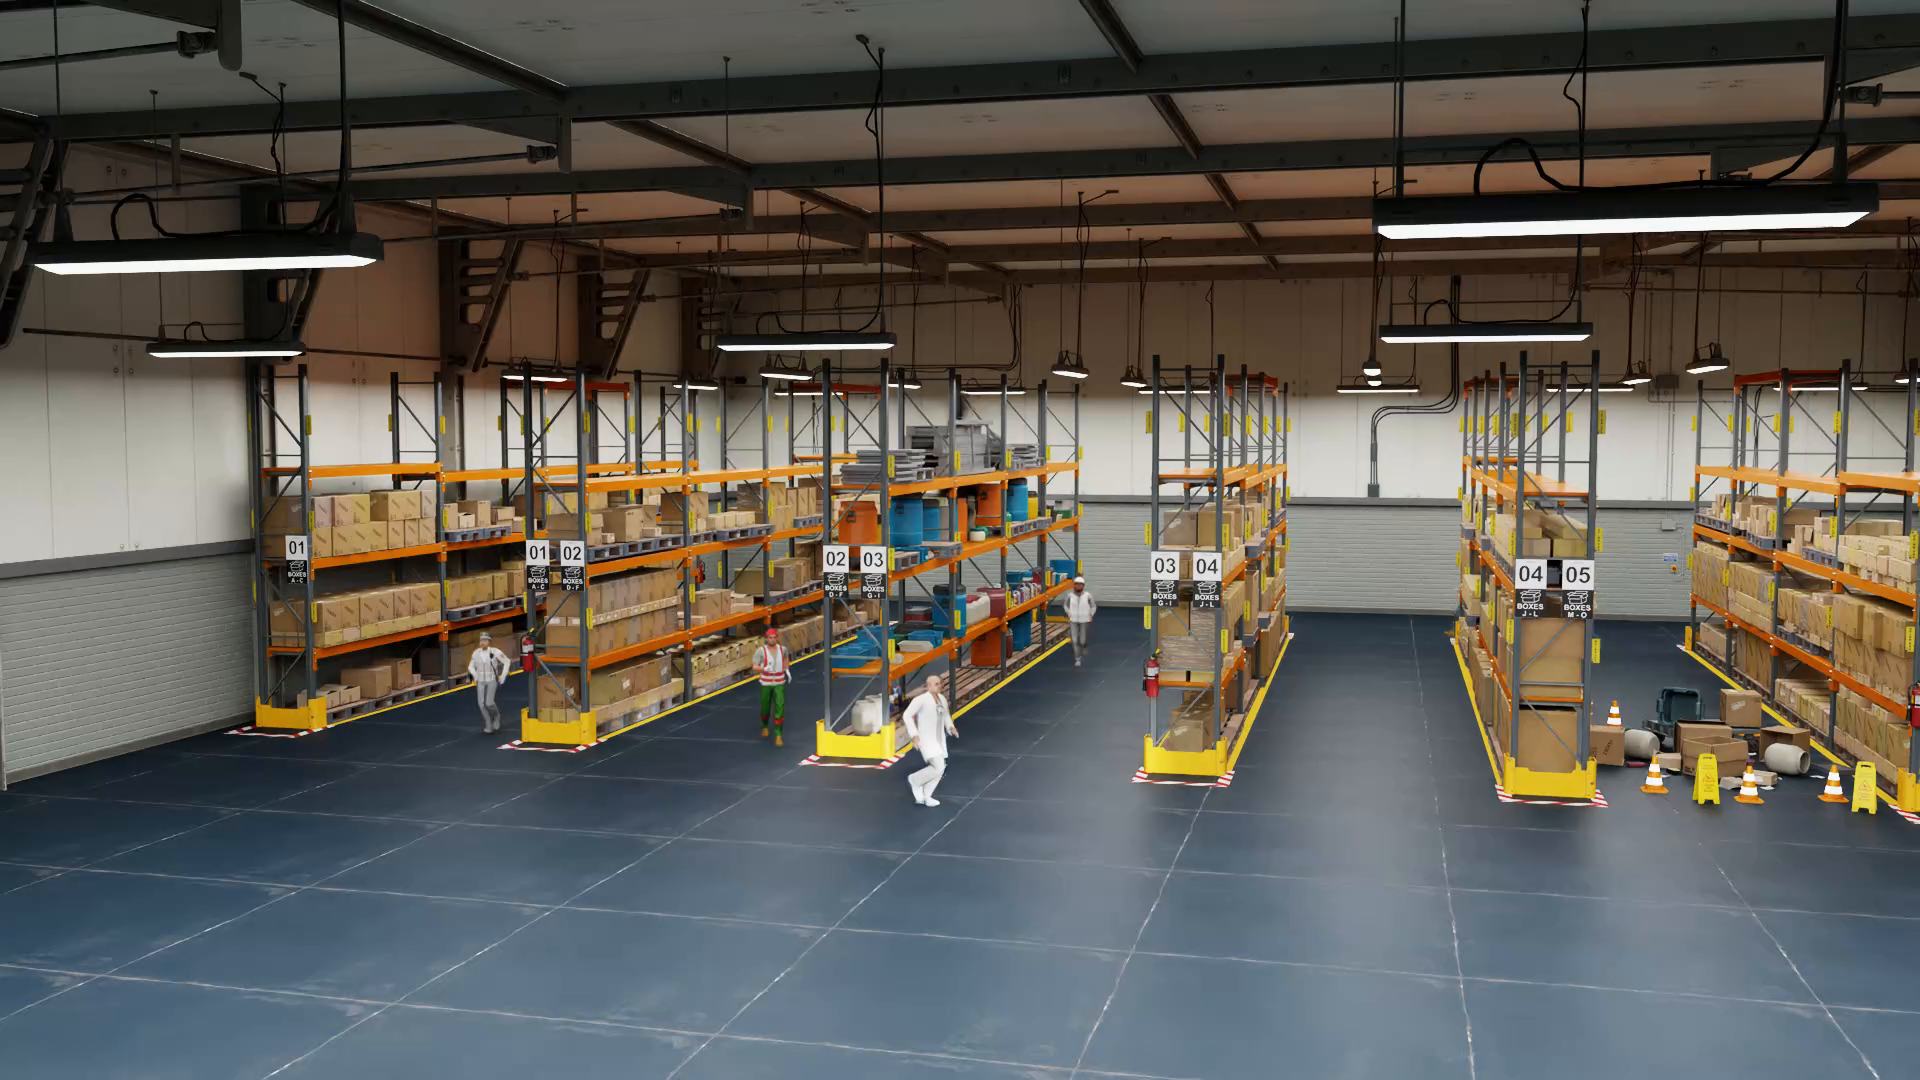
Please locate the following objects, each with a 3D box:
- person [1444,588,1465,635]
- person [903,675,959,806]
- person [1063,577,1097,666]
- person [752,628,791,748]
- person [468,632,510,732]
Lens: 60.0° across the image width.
[{"bbox_3d":[11.906,1.413,39.219,0.941,1.728,0.758,2,4,23],"label":"person"},{"bbox_3d":[-0.341,2.636,21.773,0.665,1.729,0.697,3,5,41],"label":"person"},{"bbox_3d":[2.352,1.597,32.745,0.660,1.744,0.599,1,4,12],"label":"person"},{"bbox_3d":[-2.958,2.284,26.138,0.652,1.825,0.904,-1,4,-16],"label":"person"},{"bbox_3d":[-7.671,2.307,26.989,0.638,1.654,0.571,0,4,2],"label":"person"}]
